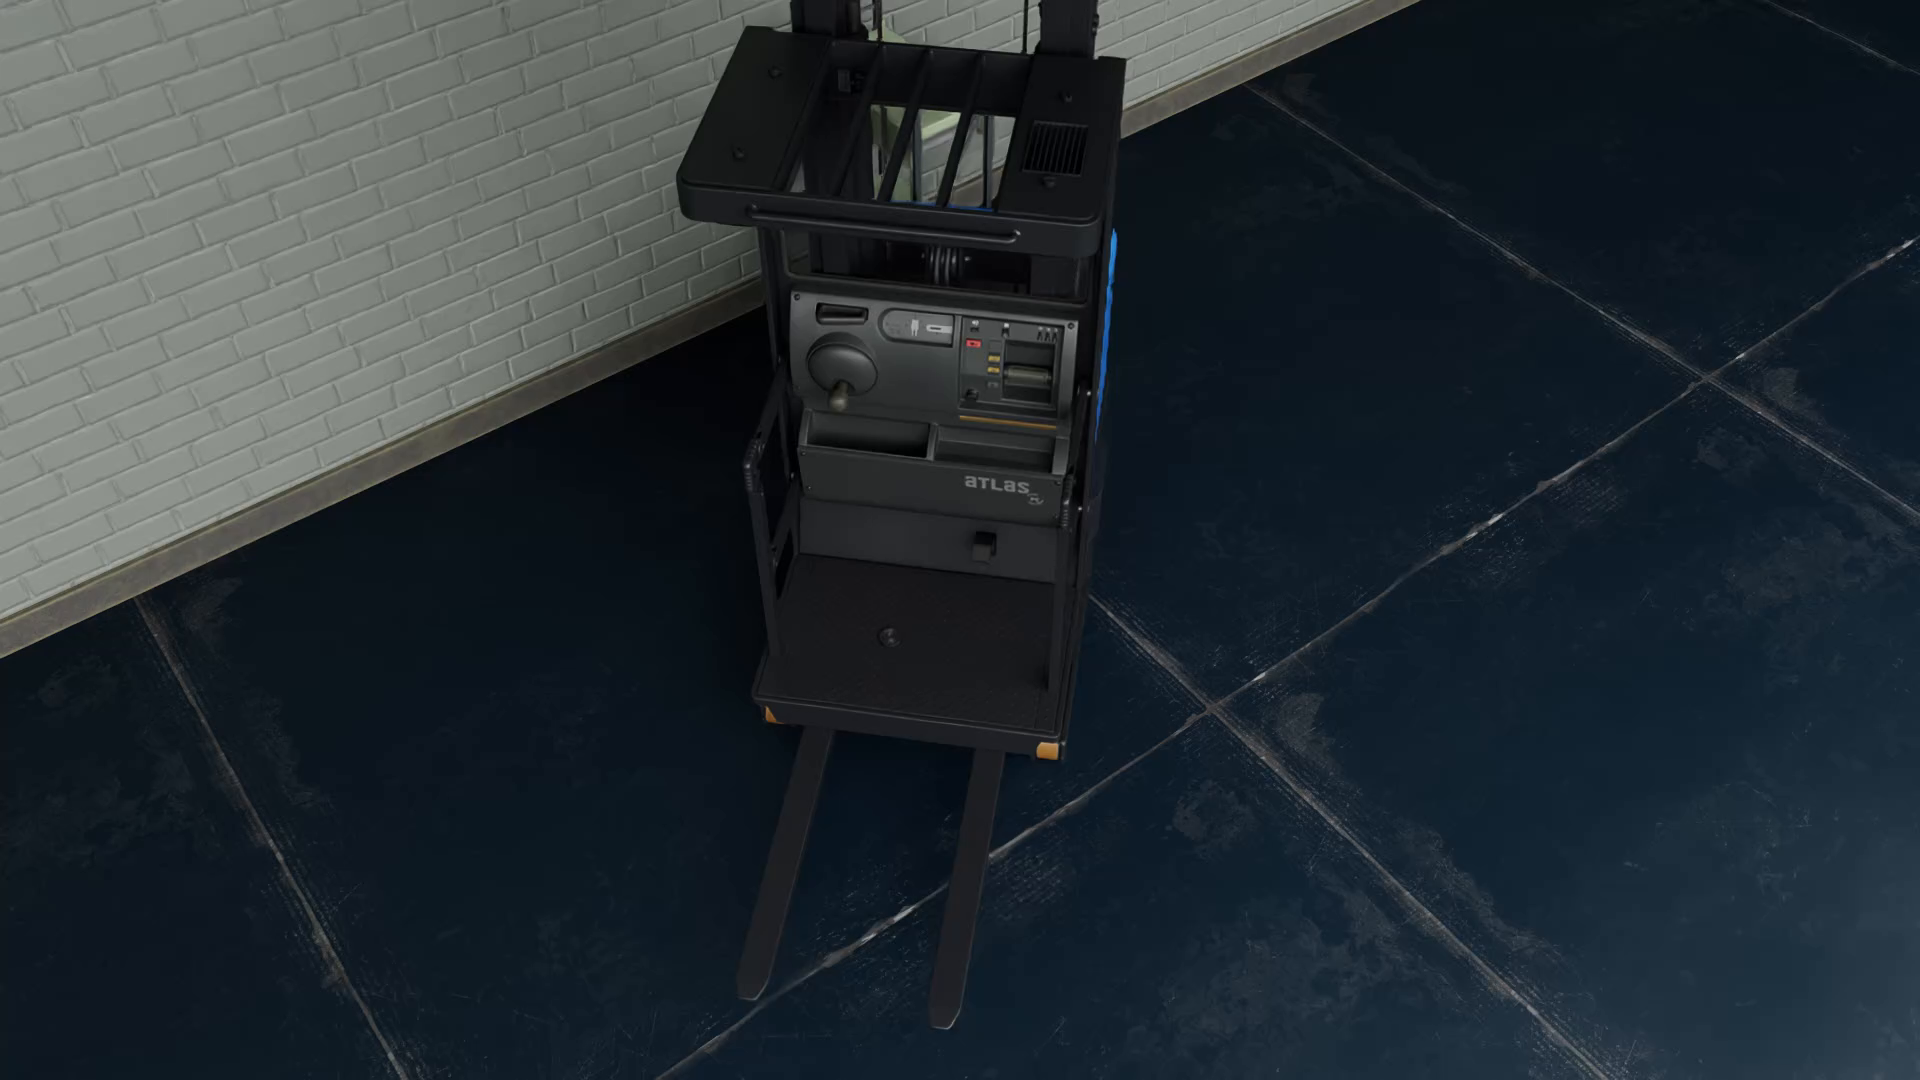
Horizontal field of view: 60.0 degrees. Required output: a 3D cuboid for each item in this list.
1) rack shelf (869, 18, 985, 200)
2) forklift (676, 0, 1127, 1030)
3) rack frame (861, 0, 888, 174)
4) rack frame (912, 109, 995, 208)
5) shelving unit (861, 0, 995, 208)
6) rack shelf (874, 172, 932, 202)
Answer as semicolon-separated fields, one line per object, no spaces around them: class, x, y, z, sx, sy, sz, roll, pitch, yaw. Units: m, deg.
rack shelf;-0.255;-1.748;6.794;0.431;0.370;0.720;-31;55;-25
forklift;-0.121;-0.483;5.208;1.130;2.935;3.031;7;48;6
rack frame;-0.485;-1.697;7.275;0.400;1.500;0.023;-31;55;-25
rack frame;-0.025;-1.275;6.892;0.400;1.500;0.023;-31;55;-25
shelving unit;-0.255;-1.486;7.083;0.431;1.500;0.755;-31;55;-25
rack shelf;-0.255;-1.267;7.325;0.431;0.370;0.720;-31;55;-25
